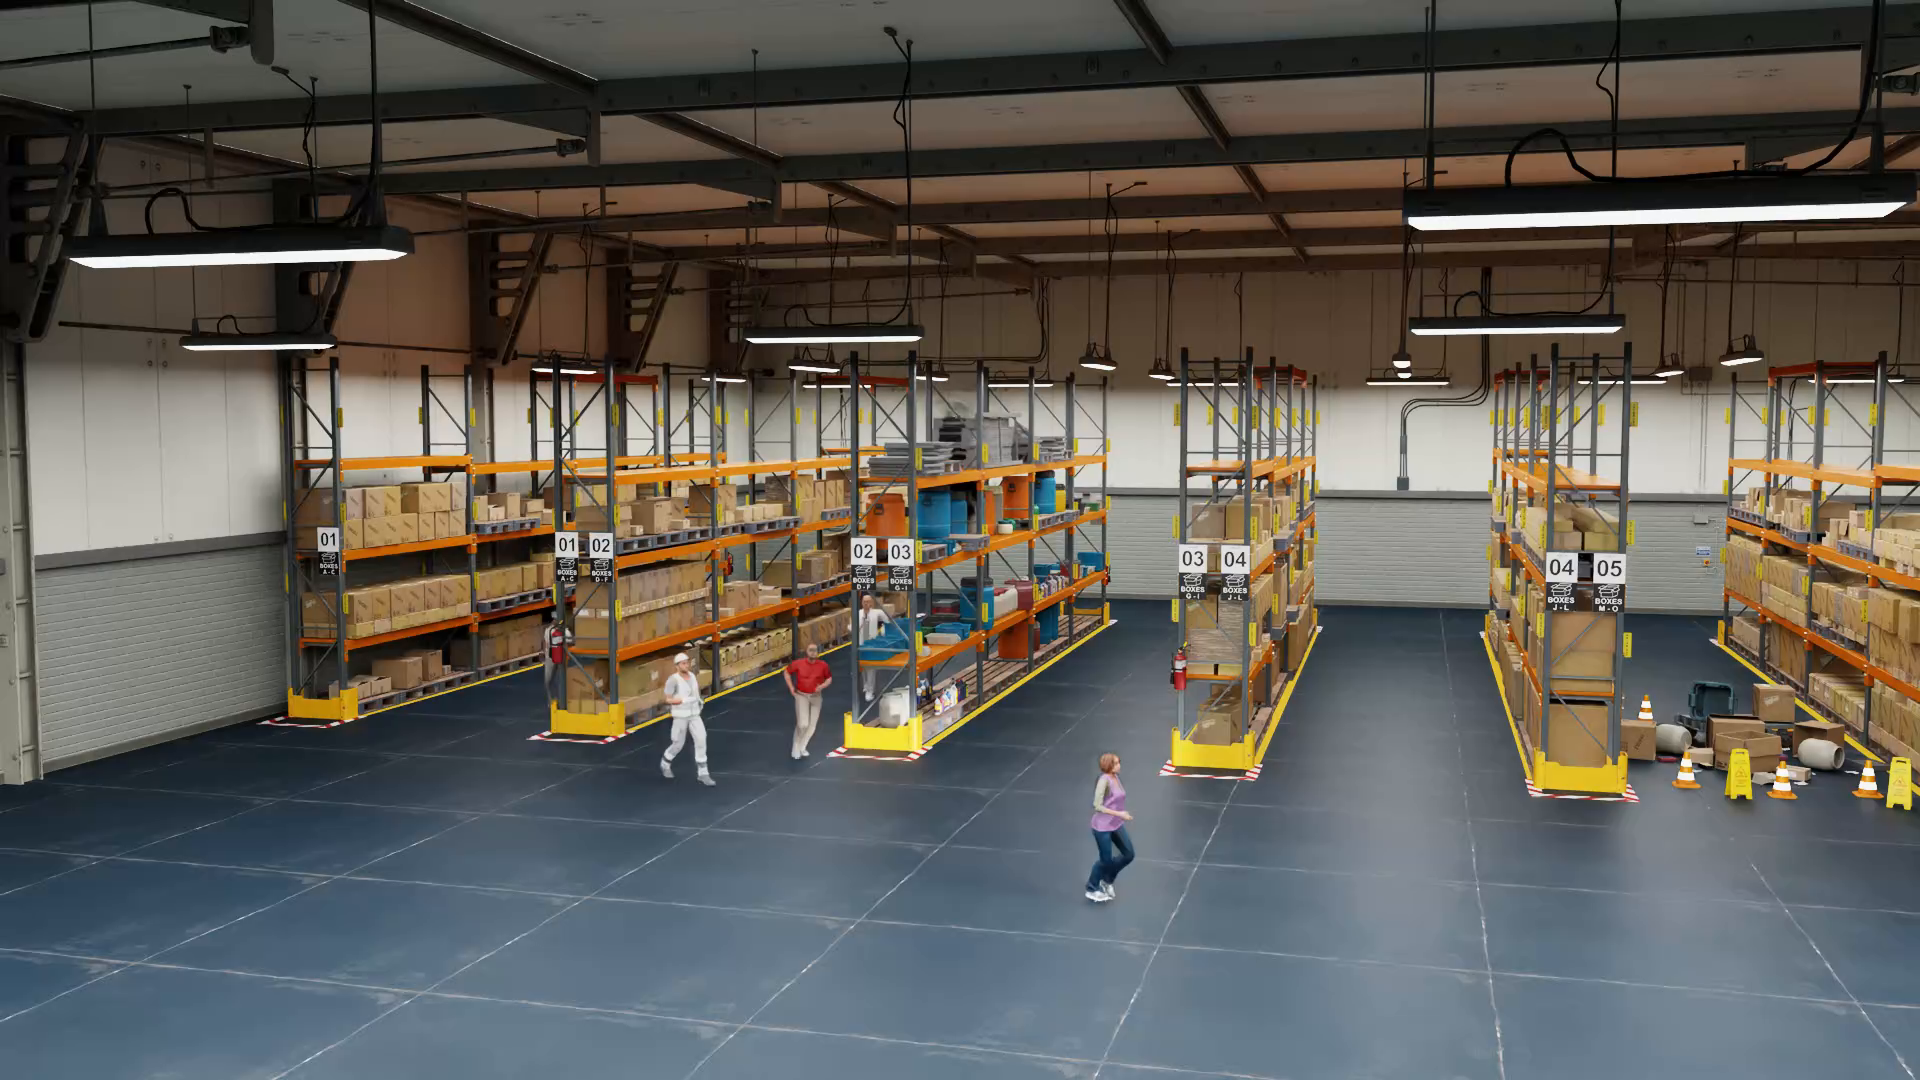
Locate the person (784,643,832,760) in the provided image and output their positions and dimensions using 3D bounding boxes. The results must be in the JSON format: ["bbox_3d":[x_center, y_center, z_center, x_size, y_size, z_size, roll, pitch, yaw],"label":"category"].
[{"bbox_3d":[-2.204,2.376,24.411,0.688,1.722,0.614,-1,4,-18],"label":"person"}]

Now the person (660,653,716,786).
[{"bbox_3d":[-3.726,2.427,22.721,0.670,1.775,0.992,-4,6,-44],"label":"person"}]

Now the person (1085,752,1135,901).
[{"bbox_3d":[1.549,3.002,17.076,0.604,1.474,0.541,3,5,34],"label":"person"}]

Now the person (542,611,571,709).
[{"bbox_3d":[-6.960,2.060,28.616,0.546,1.695,0.666,0,4,1],"label":"person"}]

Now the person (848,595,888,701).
[{"bbox_3d":[-1.663,1.906,29.874,0.678,1.829,0.924,1,4,9],"label":"person"}]
